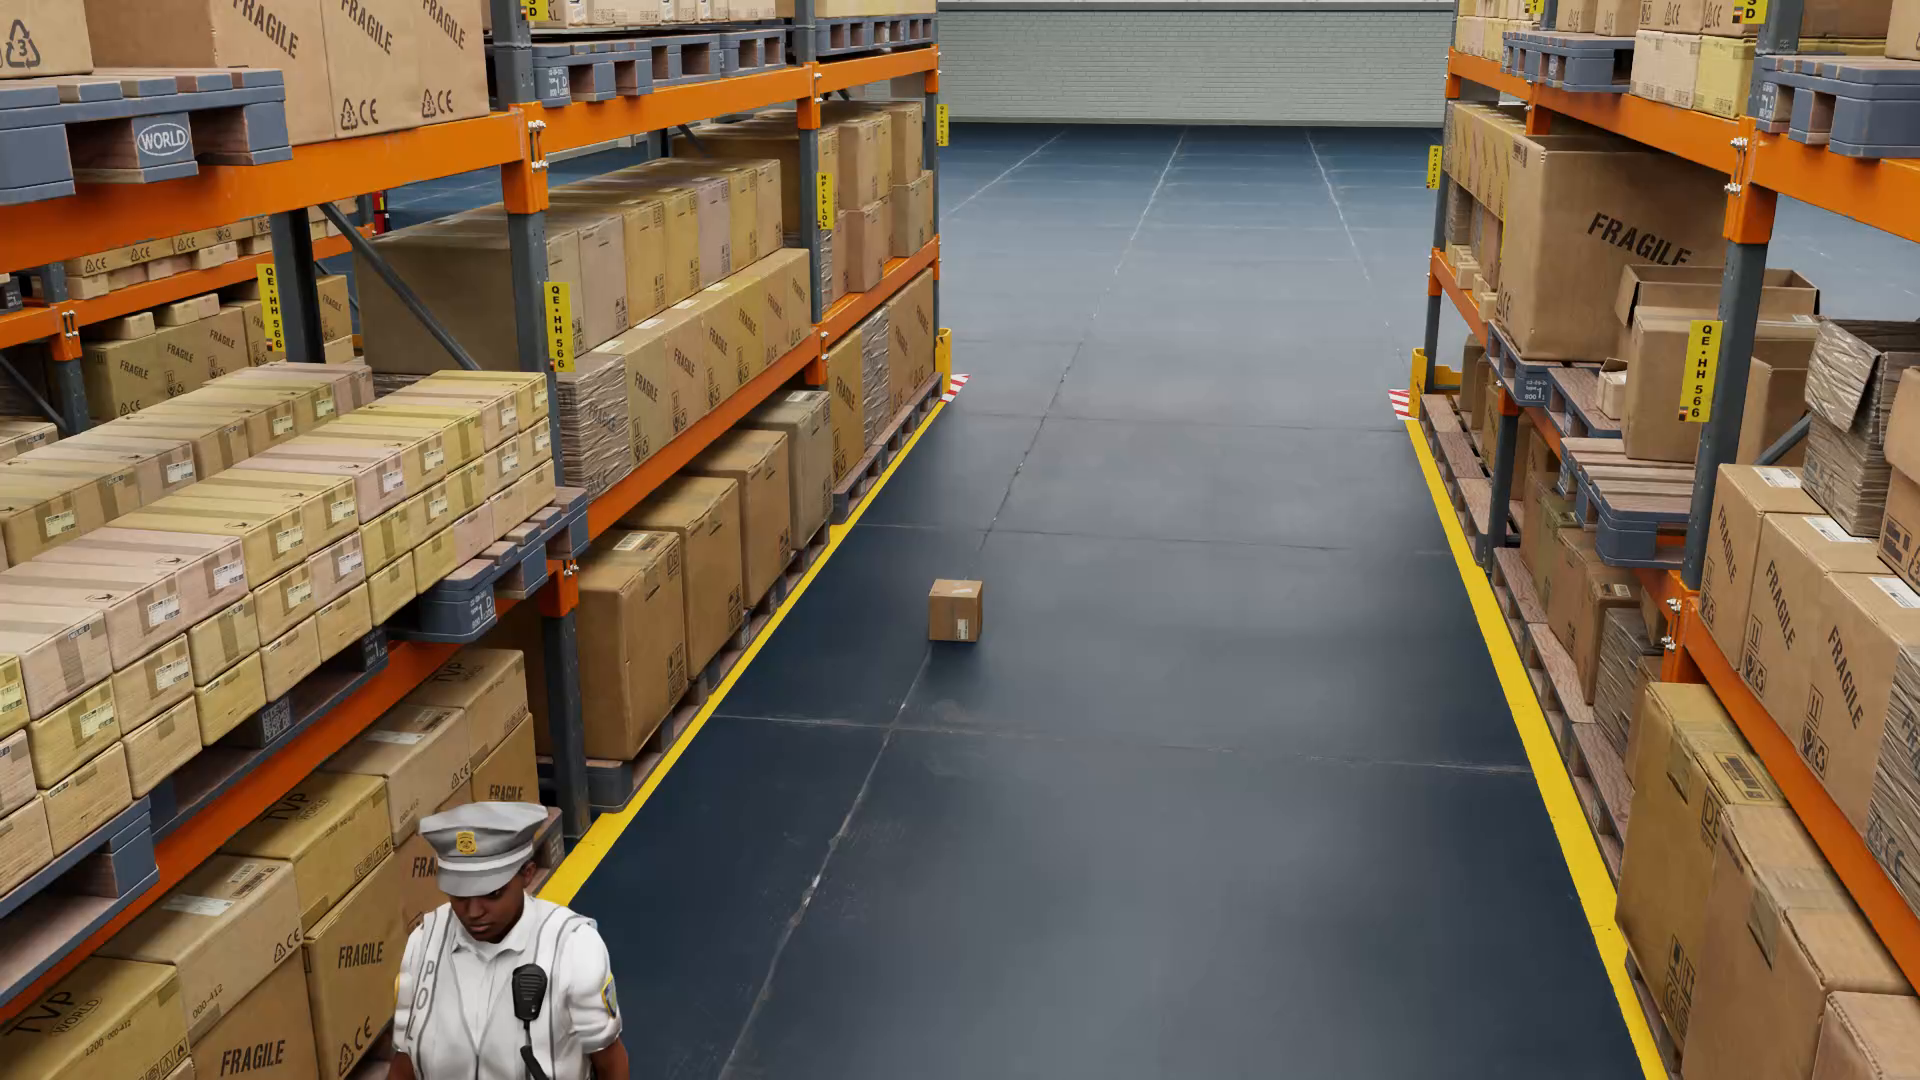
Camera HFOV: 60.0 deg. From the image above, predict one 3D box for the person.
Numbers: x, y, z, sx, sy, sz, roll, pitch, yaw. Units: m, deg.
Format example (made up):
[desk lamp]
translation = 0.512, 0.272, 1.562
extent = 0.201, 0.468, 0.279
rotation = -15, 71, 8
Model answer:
[person]
translation = -0.922, 1.354, 3.416
extent = 0.501, 1.752, 0.426
rotation = 2, 18, 7
